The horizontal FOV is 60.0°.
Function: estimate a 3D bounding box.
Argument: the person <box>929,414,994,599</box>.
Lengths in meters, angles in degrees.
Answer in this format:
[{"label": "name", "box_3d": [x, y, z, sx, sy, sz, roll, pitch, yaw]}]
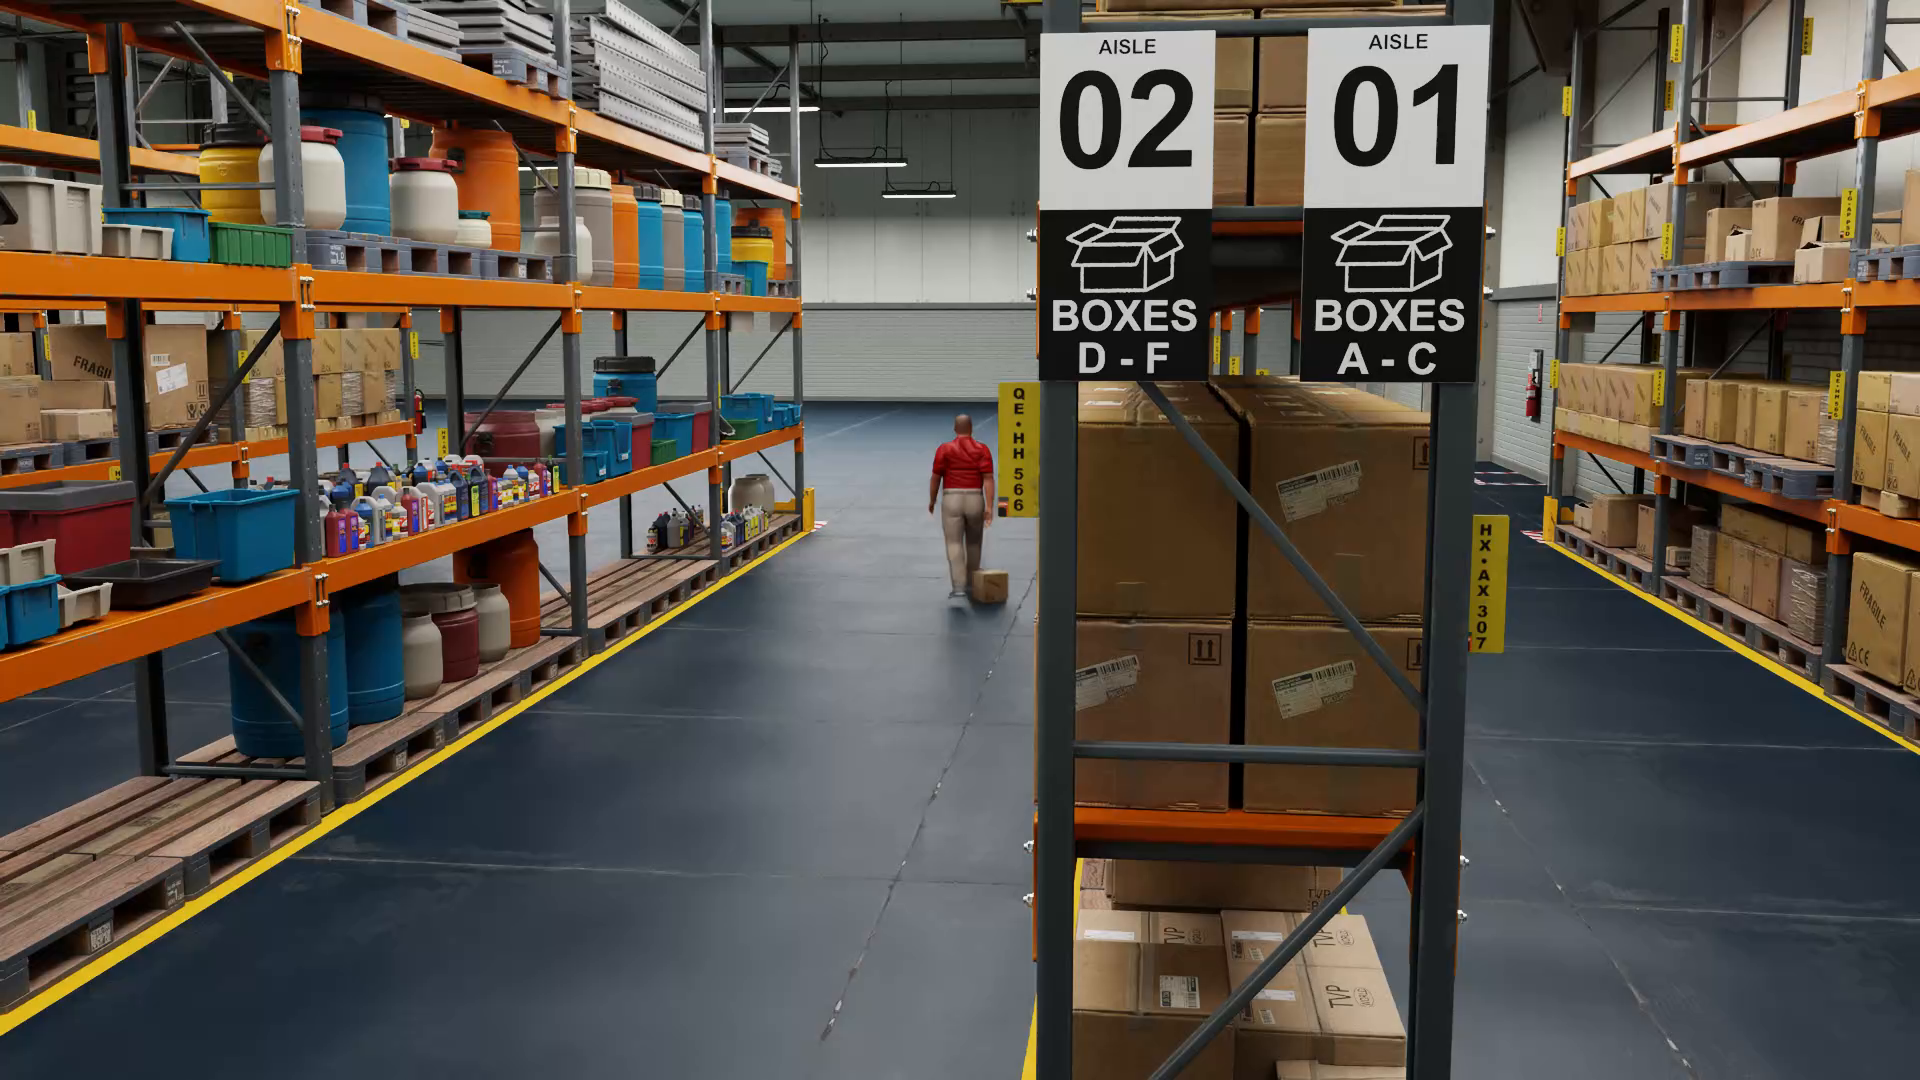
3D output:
[{"label": "person", "box_3d": [0.011, -0.320, 15.222, 0.563, 1.665, 1.067, -1, 8, -8]}]
